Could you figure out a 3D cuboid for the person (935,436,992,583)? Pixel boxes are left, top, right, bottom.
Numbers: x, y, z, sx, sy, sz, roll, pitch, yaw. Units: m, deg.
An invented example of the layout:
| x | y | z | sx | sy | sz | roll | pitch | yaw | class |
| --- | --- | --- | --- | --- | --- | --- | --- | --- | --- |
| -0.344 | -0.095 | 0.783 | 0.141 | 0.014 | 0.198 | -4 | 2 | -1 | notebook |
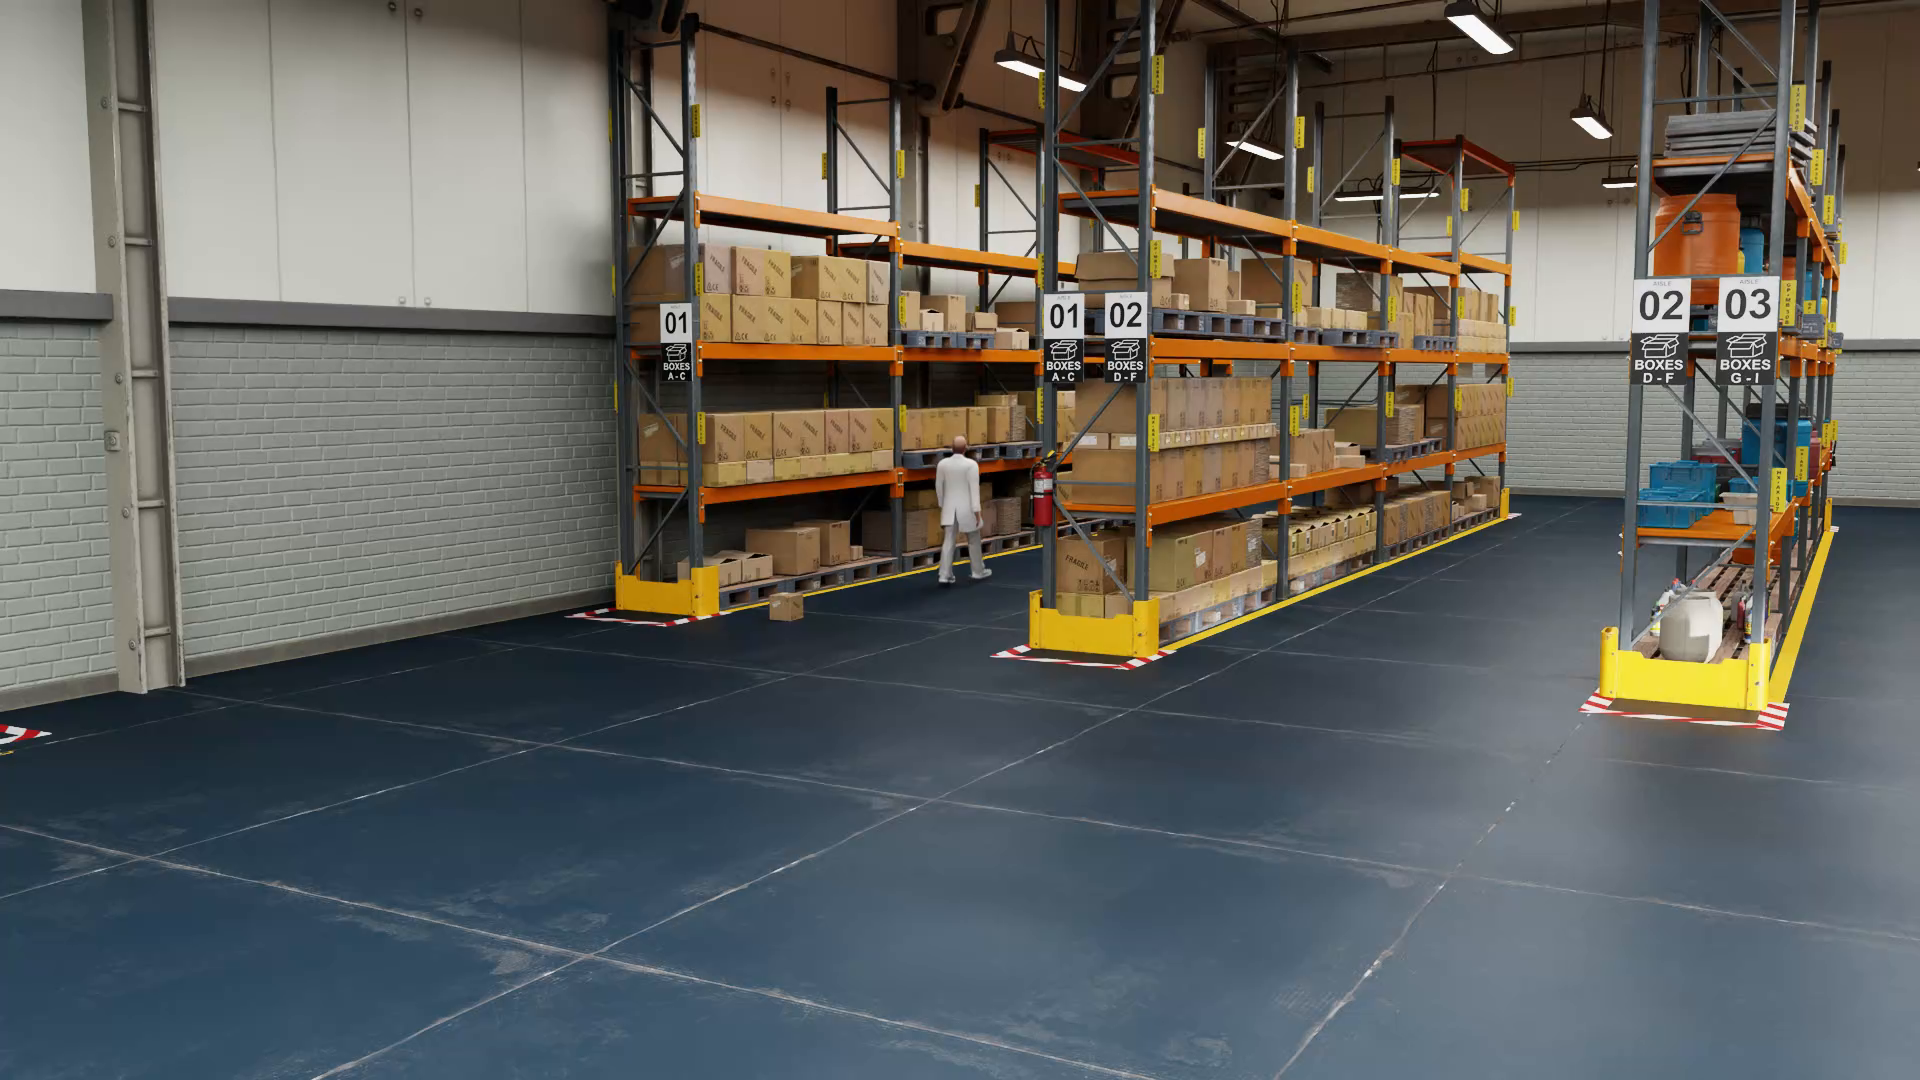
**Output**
| x | y | z | sx | sy | sz | roll | pitch | yaw | class |
| --- | --- | --- | --- | --- | --- | --- | --- | --- | --- |
| 0.024 | -0.379 | 19.698 | 0.621 | 1.723 | 1.058 | 2 | 6 | 18 | person |
